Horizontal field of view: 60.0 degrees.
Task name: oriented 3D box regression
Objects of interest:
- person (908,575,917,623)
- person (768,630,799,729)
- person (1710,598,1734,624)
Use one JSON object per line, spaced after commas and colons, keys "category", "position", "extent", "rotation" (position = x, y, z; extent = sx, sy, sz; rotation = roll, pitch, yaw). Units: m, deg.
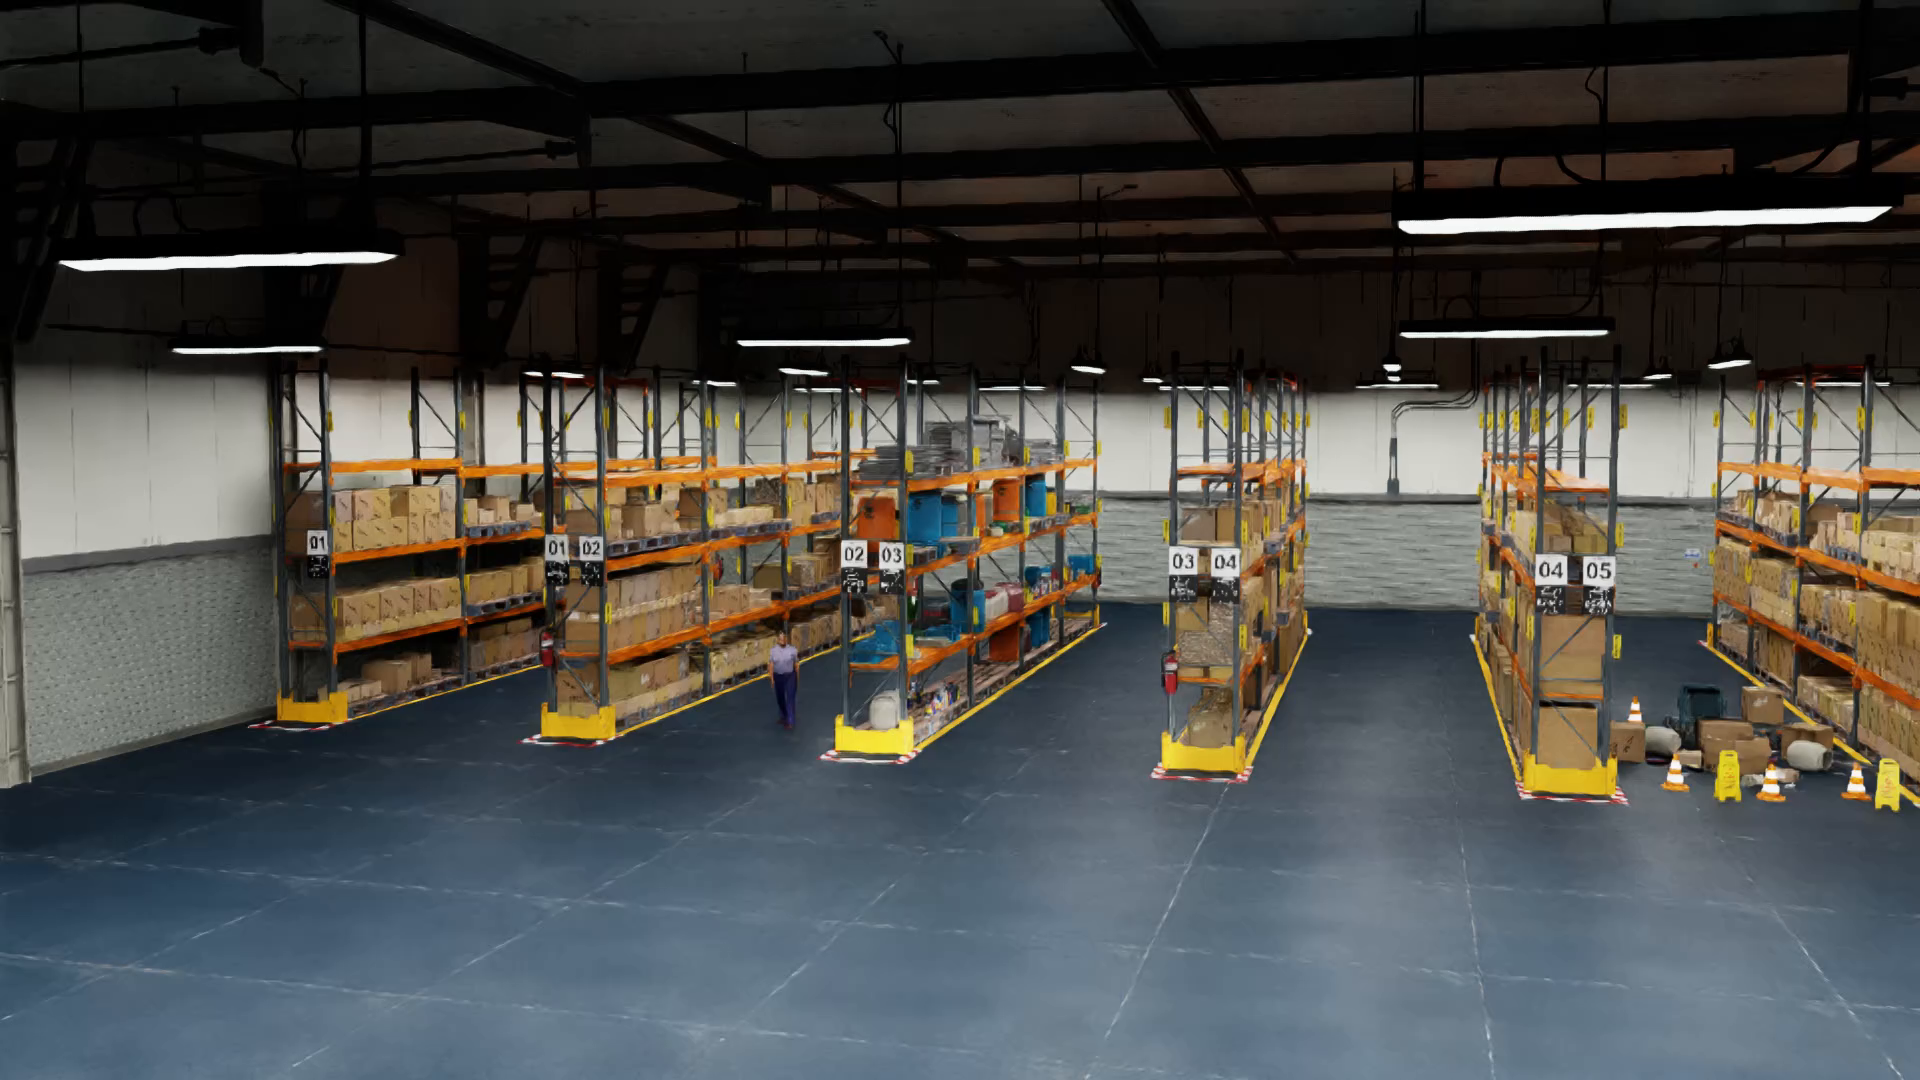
{"category": "person", "position": [-1.086, 1.296, 38.750], "extent": [0.390, 1.792, 0.671], "rotation": [0, 4, 4]}
{"category": "person", "position": [-2.876, 2.250, 27.084], "extent": [0.478, 1.576, 0.999], "rotation": [0, 4, 7]}
{"category": "person", "position": [18.795, 1.236, 40.923], "extent": [0.591, 1.661, 0.491], "rotation": [-2, 5, -29]}
